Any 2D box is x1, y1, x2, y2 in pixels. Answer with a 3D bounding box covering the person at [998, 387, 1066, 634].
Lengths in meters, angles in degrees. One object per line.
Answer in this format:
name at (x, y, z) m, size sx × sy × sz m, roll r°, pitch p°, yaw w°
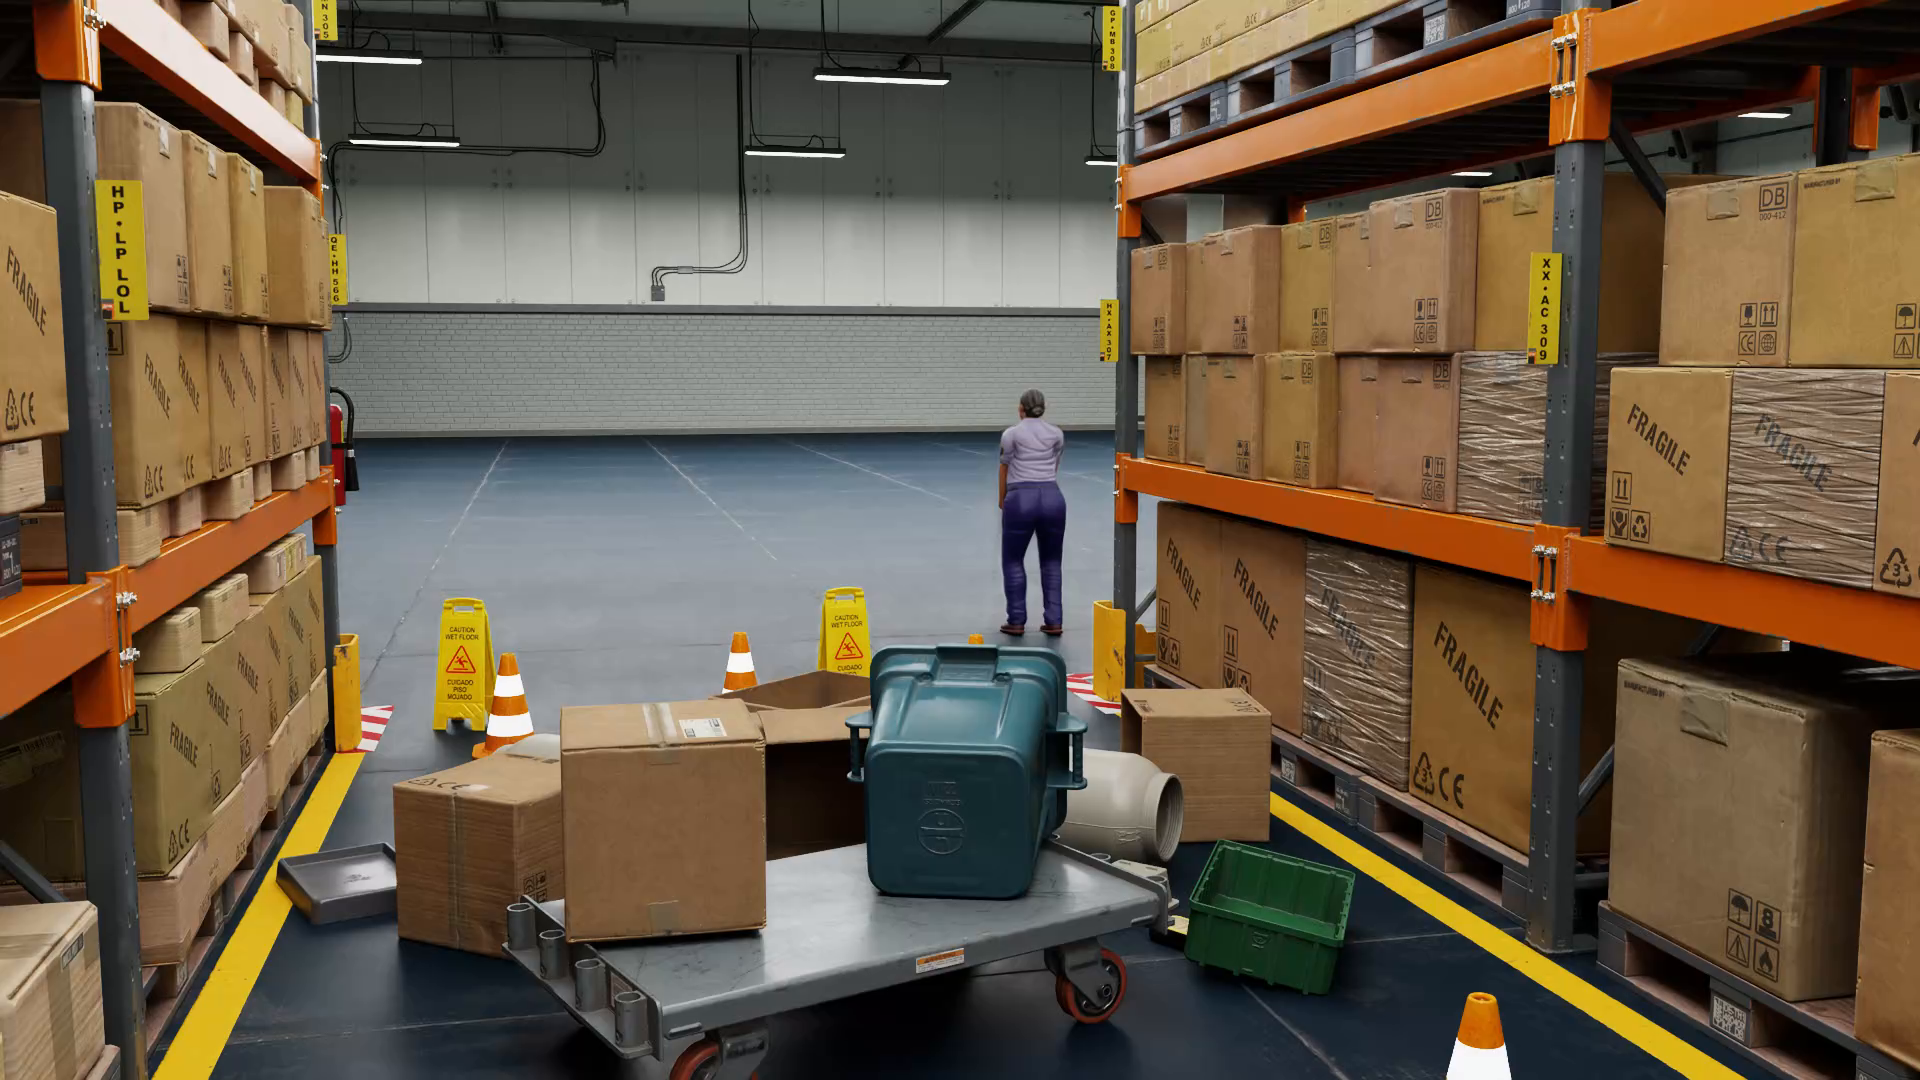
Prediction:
person at (0.456, -0.194, 11.071) m, size 0.435 × 1.647 × 0.528 m, roll -2°, pitch 6°, yaw -14°
